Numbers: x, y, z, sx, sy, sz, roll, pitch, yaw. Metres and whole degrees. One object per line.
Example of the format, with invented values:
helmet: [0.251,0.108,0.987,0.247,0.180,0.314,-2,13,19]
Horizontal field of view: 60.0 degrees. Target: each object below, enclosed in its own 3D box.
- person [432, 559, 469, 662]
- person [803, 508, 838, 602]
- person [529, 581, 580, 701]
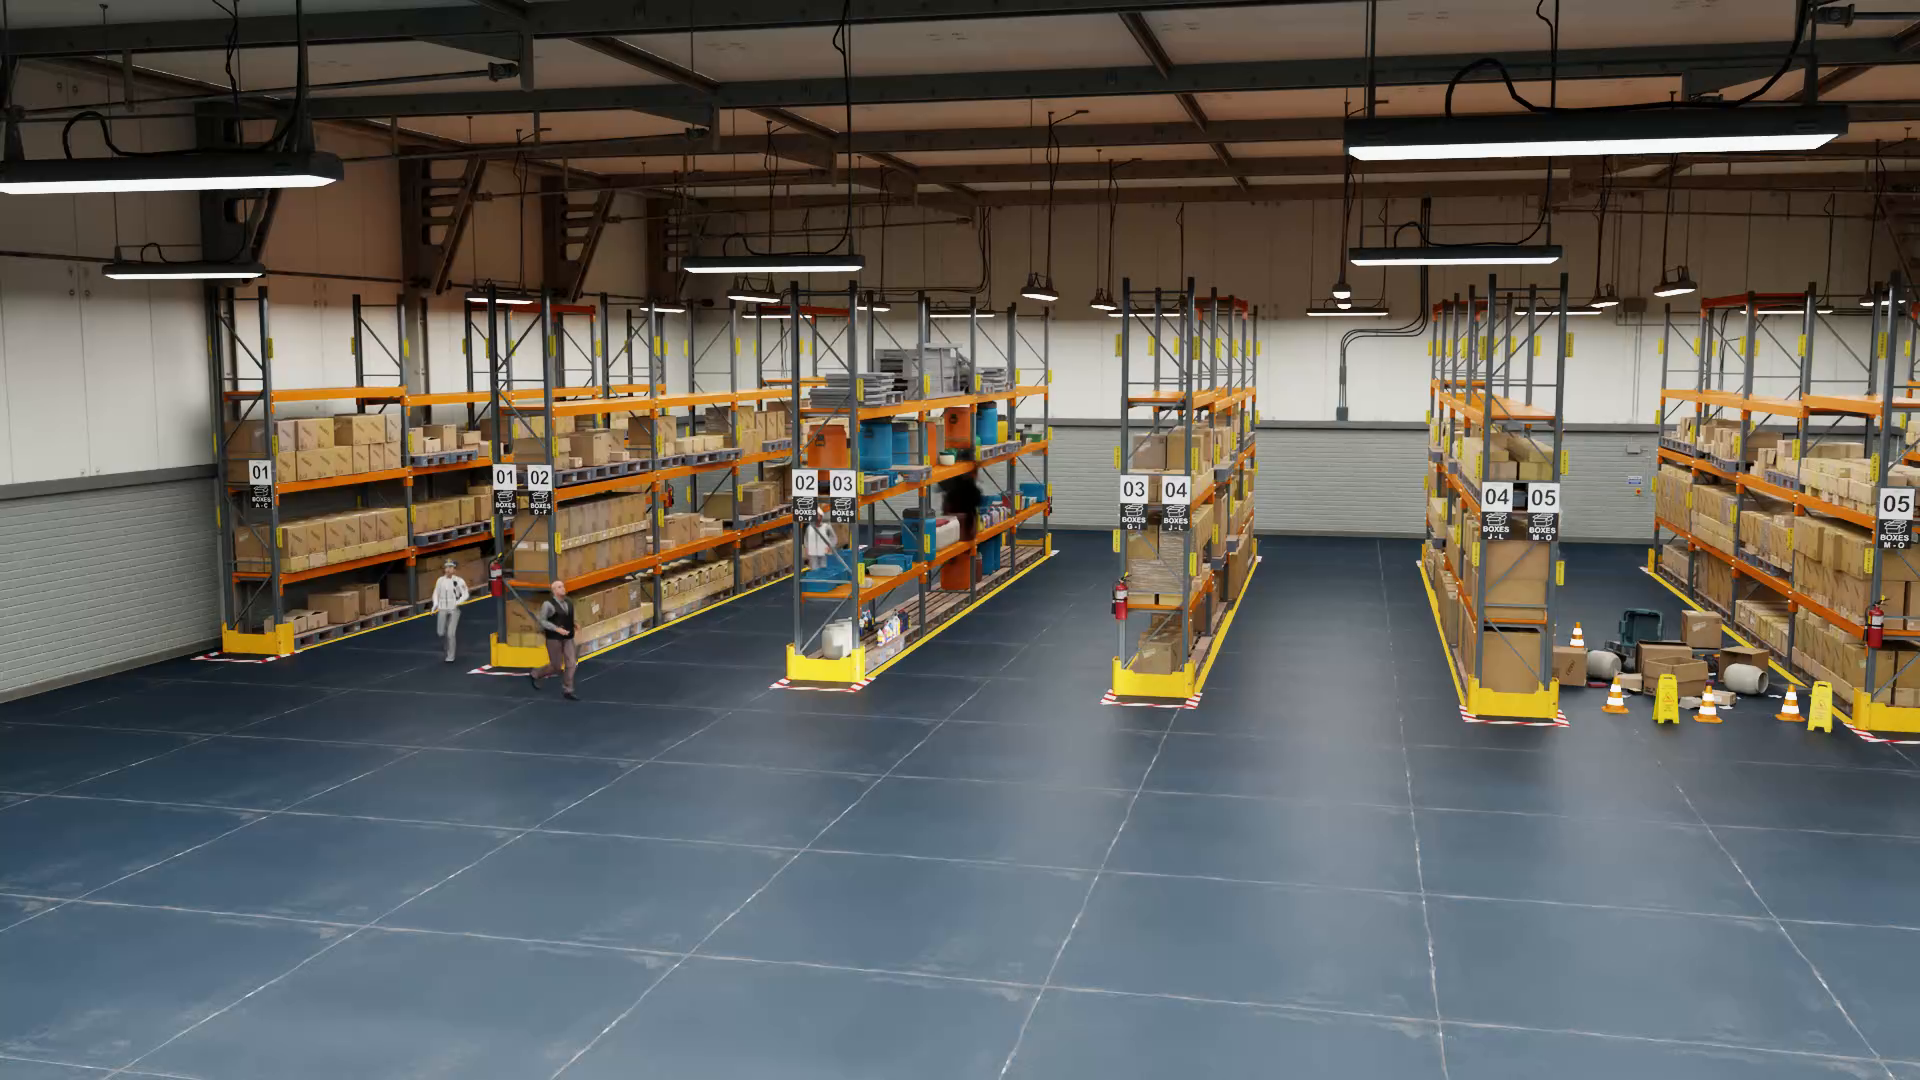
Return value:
person: [-8.206,1.116,26.743,0.605,1.643,0.531,0,7,0]
person: [-2.636,0.280,31.134,0.663,1.749,0.494,1,7,11]
person: [-5.775,1.431,23.879,0.840,1.720,0.670,5,8,36]
